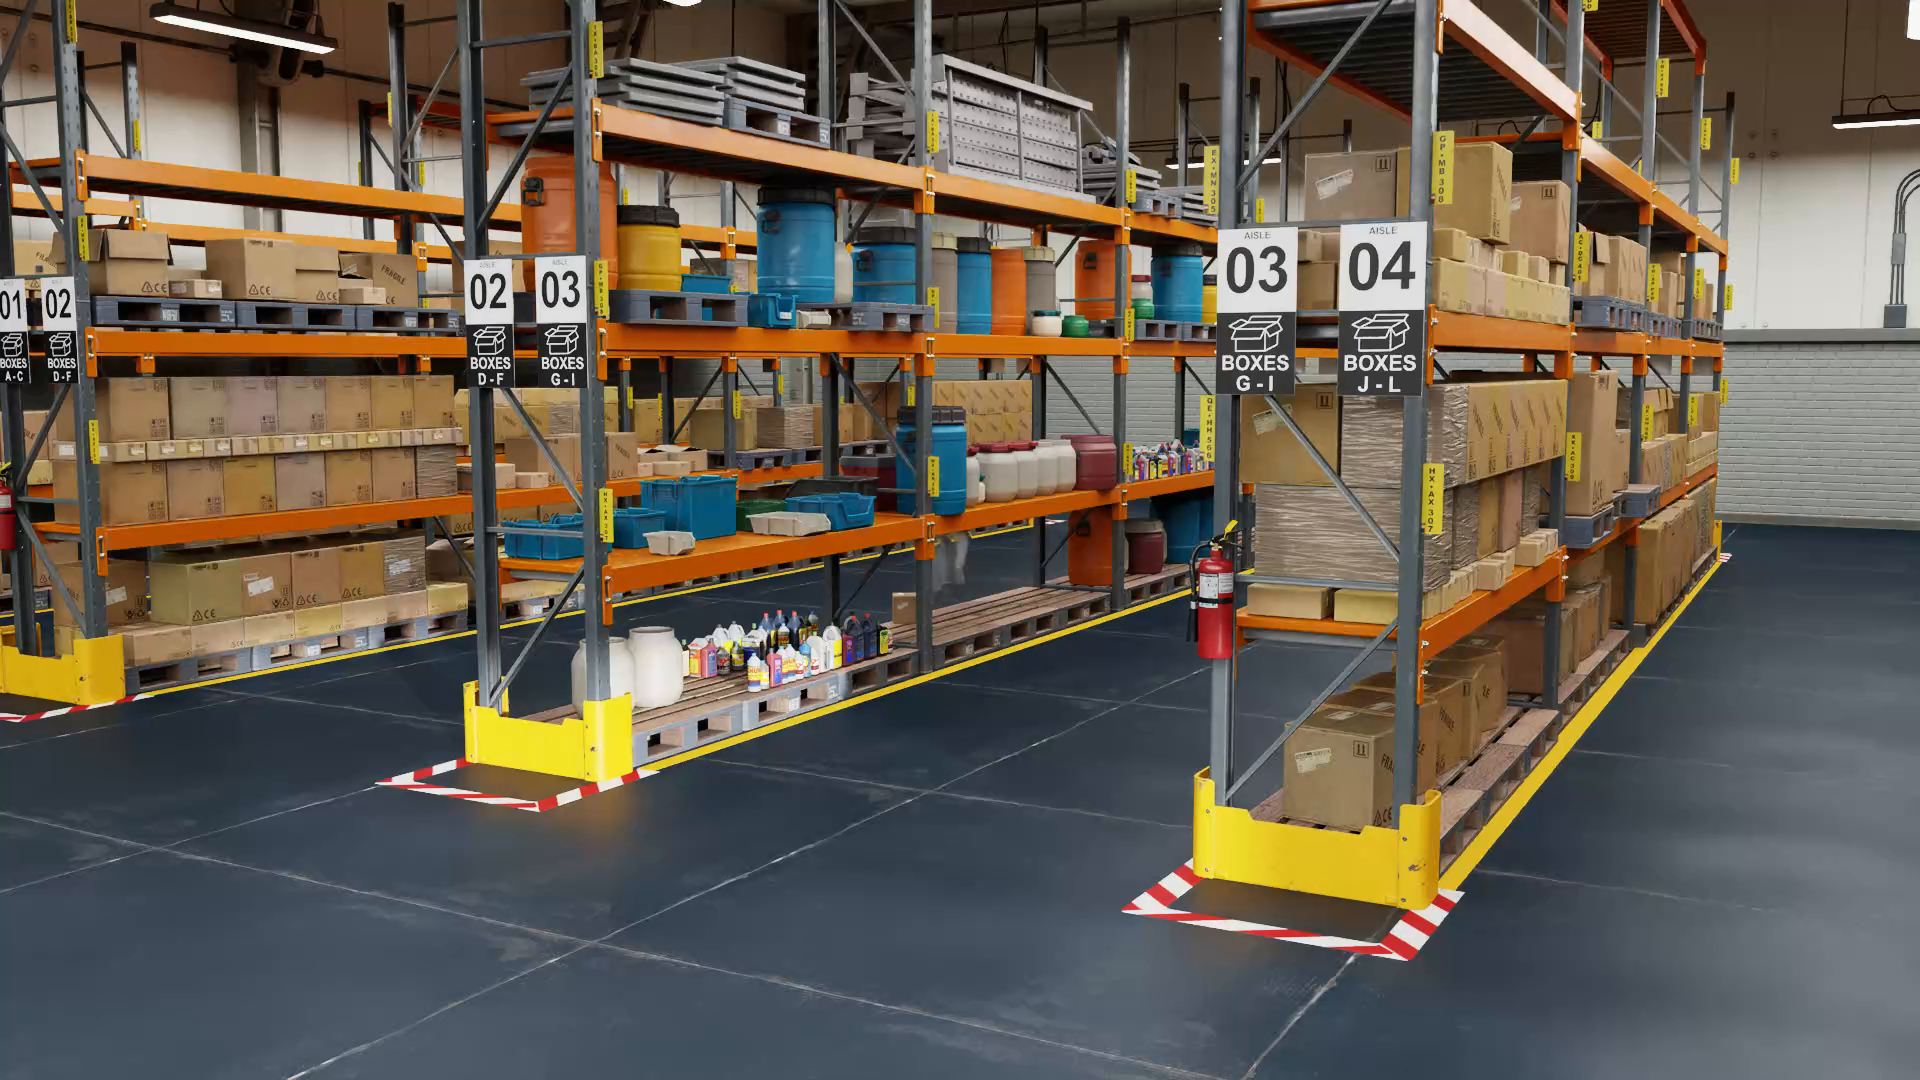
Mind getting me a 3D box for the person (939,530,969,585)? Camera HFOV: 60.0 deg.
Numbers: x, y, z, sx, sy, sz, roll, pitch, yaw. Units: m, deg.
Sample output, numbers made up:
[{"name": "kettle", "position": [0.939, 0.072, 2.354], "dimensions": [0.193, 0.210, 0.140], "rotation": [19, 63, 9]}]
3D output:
[{"name": "person", "position": [-0.103, -0.327, 19.233], "dimensions": [0.440, 1.714, 0.441], "rotation": [1, 6, 5]}]
